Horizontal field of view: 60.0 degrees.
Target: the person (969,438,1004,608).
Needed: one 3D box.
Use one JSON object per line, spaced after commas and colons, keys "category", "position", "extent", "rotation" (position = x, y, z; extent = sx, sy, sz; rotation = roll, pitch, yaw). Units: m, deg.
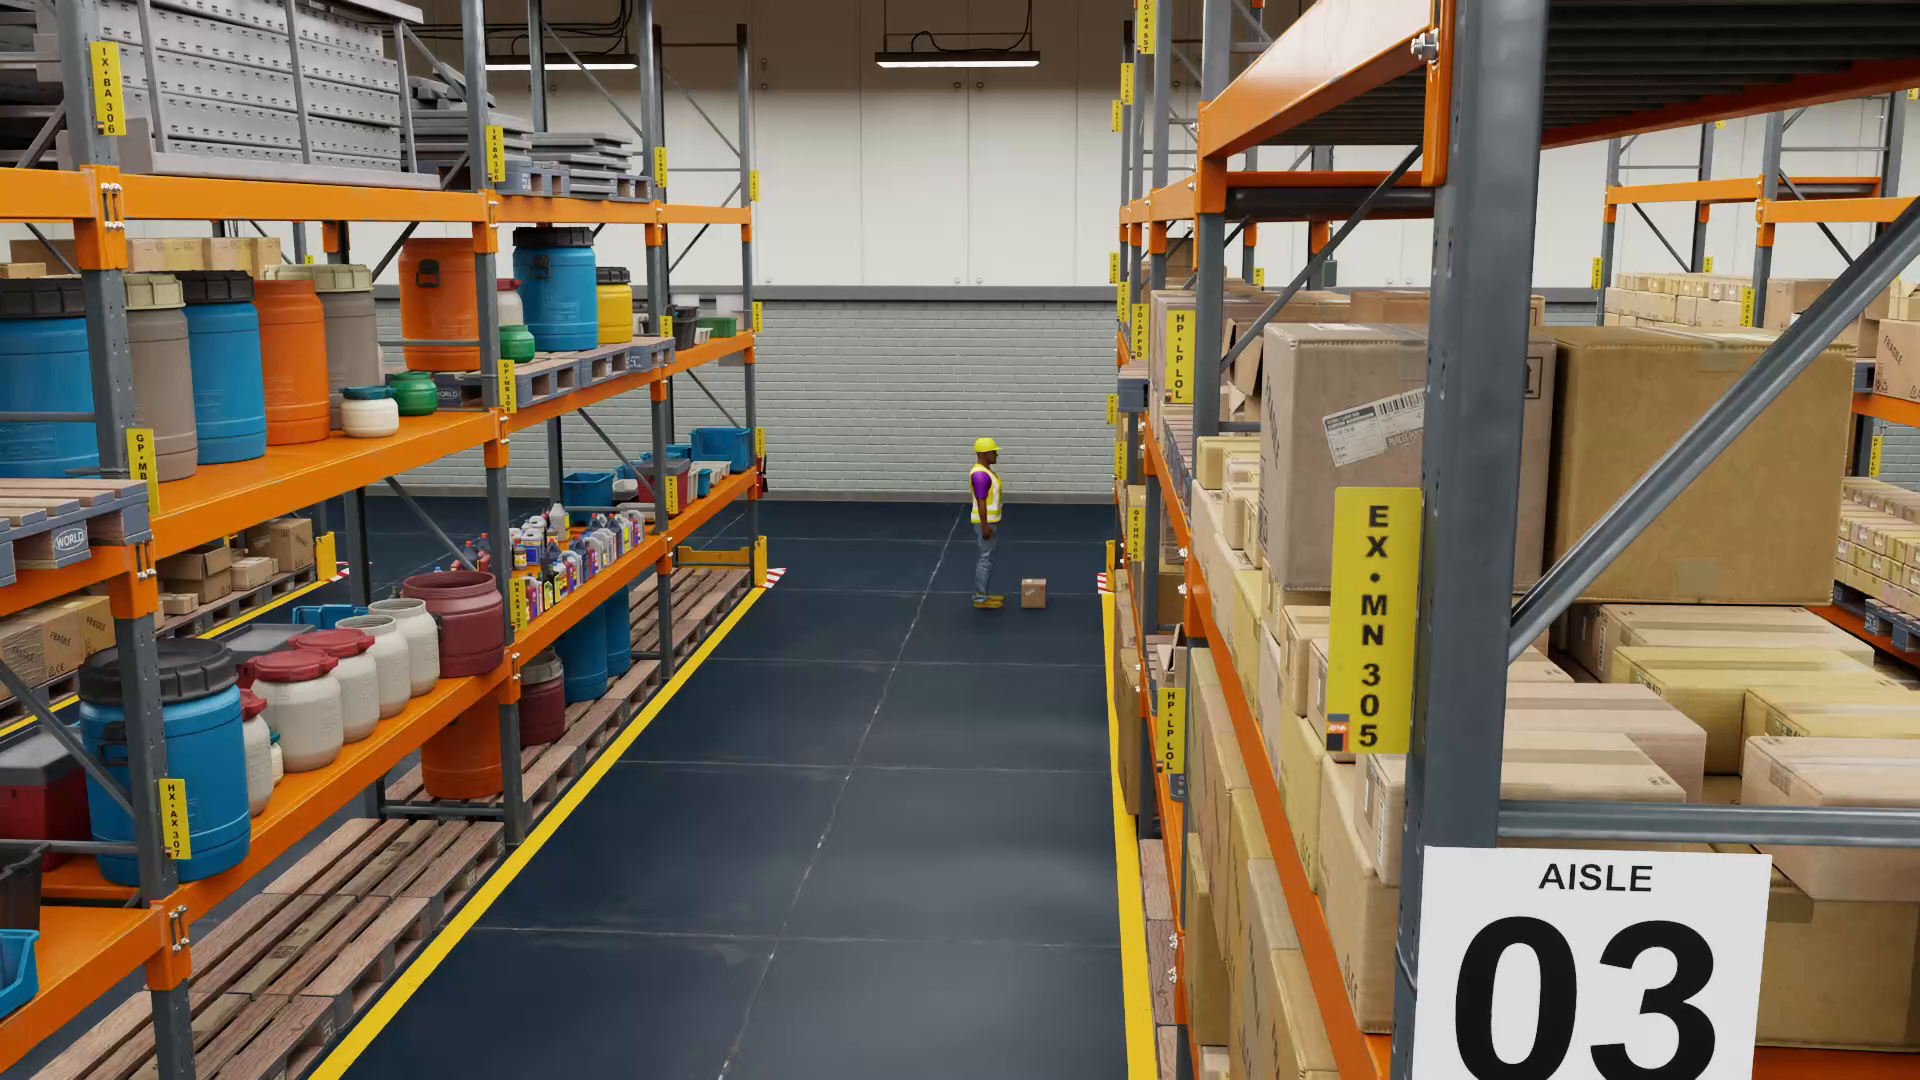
{"category": "person", "position": [0.281, -0.190, 17.377], "extent": [0.361, 1.761, 0.563], "rotation": [1, 11, 5]}
